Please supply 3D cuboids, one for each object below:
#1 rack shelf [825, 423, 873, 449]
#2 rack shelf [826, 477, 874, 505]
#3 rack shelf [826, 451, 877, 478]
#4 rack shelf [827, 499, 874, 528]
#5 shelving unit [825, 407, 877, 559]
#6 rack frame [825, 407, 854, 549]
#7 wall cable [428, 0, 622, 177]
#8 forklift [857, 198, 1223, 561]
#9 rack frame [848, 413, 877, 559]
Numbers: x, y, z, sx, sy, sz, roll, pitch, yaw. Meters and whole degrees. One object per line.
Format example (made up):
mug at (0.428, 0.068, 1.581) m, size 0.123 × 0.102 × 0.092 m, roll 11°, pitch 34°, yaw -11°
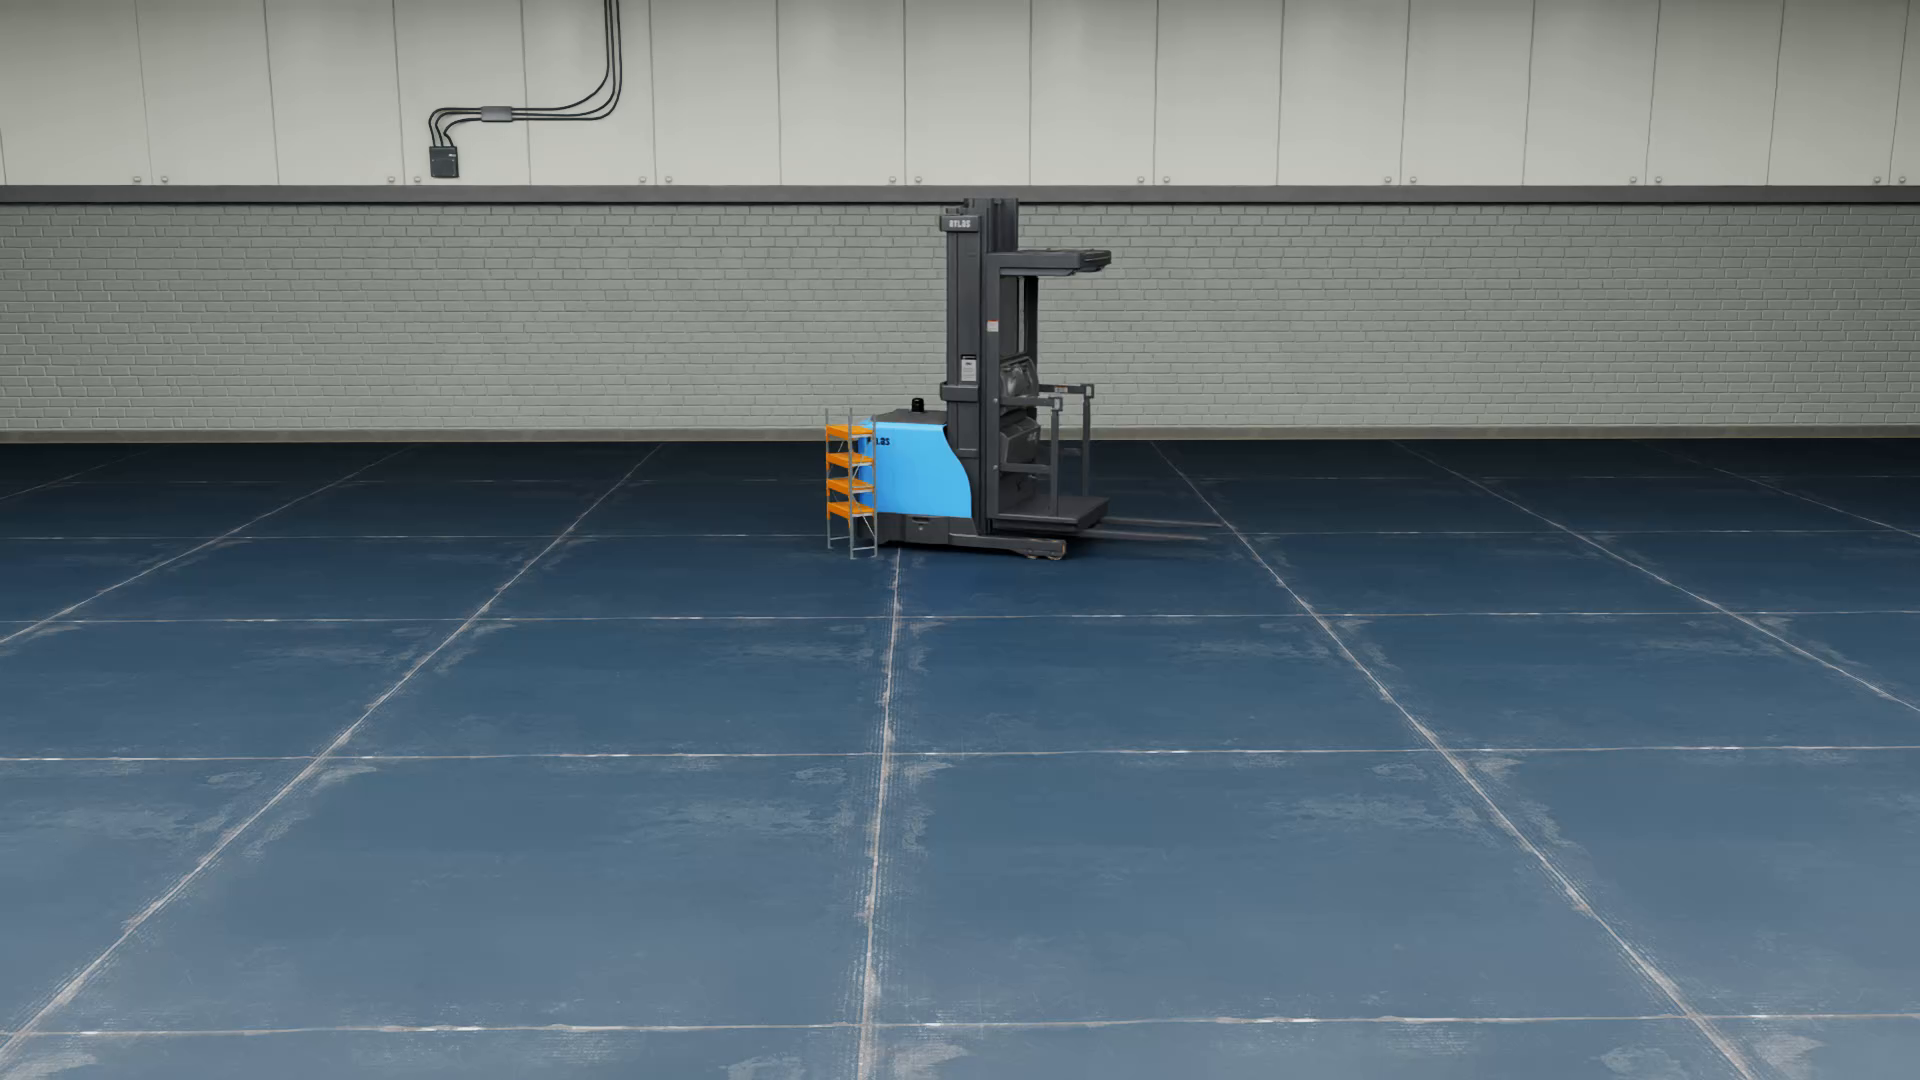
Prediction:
rack shelf at (-0.910, -0.867, 13.840) m, size 0.258 × 0.148 × 0.480 m, roll -6°, pitch 13°, yaw -26°
rack shelf at (-0.910, -0.416, 13.932) m, size 0.258 × 0.148 × 0.480 m, roll -6°, pitch 13°, yaw -26°
rack shelf at (-0.910, -0.635, 13.887) m, size 0.258 × 0.148 × 0.480 m, roll -6°, pitch 13°, yaw -26°
rack shelf at (-0.910, -0.222, 13.971) m, size 0.258 × 0.148 × 0.480 m, roll -6°, pitch 13°, yaw -26°
shelving unit at (-0.910, -0.482, 13.918) m, size 0.258 × 1.200 × 0.503 m, roll -6°, pitch 13°, yaw -26°
rack frame at (-1.021, -0.525, 14.131) m, size 0.240 × 1.200 × 0.015 m, roll -6°, pitch 13°, yaw -26°
wall cable at (-5.153, -7.284, 19.276) m, size 2.305 × 6.003 × 0.169 m, roll 0°, pitch 11°, yaw -1°
forklift at (0.688, -1.384, 14.011) m, size 3.031 × 2.935 × 1.130 m, roll 4°, pitch 12°, yaw 19°
rack frame at (-0.800, -0.439, 13.705) m, size 0.240 × 1.200 × 0.015 m, roll -6°, pitch 13°, yaw -26°
